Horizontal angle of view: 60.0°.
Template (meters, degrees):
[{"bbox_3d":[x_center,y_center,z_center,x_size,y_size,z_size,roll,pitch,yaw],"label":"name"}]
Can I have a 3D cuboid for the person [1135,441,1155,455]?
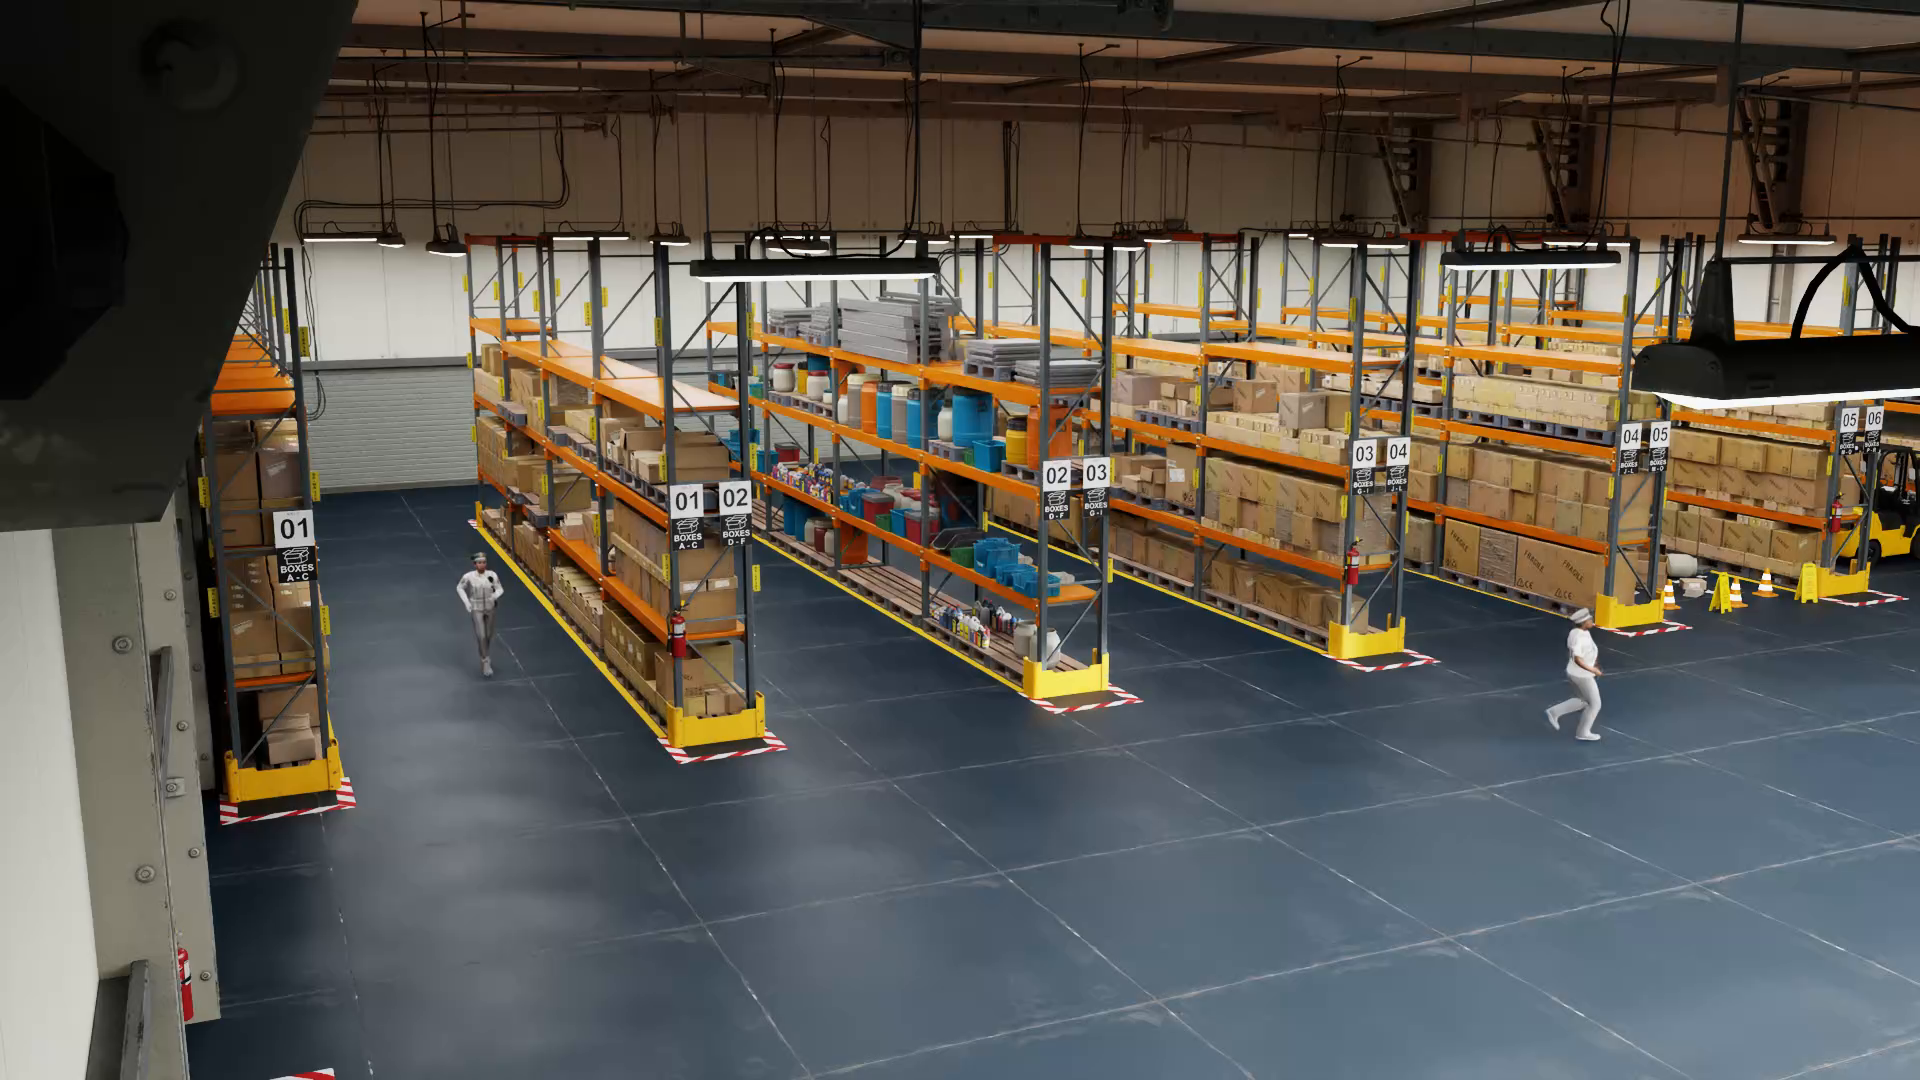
[{"bbox_3d":[4.640,-2.521,41.636,0.661,1.710,0.728,4,12,22],"label":"person"}]

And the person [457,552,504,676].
[{"bbox_3d":[-6.756,1.002,23.505,0.602,1.716,0.796,-6,13,-30],"label":"person"}]

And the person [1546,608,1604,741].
[{"bbox_3d":[7.553,1.637,20.336,0.644,1.653,0.578,1,11,7],"label":"person"}]

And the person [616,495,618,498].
[{"bbox_3d":[-6.549,-0.738,32.820,0.541,1.638,0.733,-6,13,-29],"label":"person"}]
